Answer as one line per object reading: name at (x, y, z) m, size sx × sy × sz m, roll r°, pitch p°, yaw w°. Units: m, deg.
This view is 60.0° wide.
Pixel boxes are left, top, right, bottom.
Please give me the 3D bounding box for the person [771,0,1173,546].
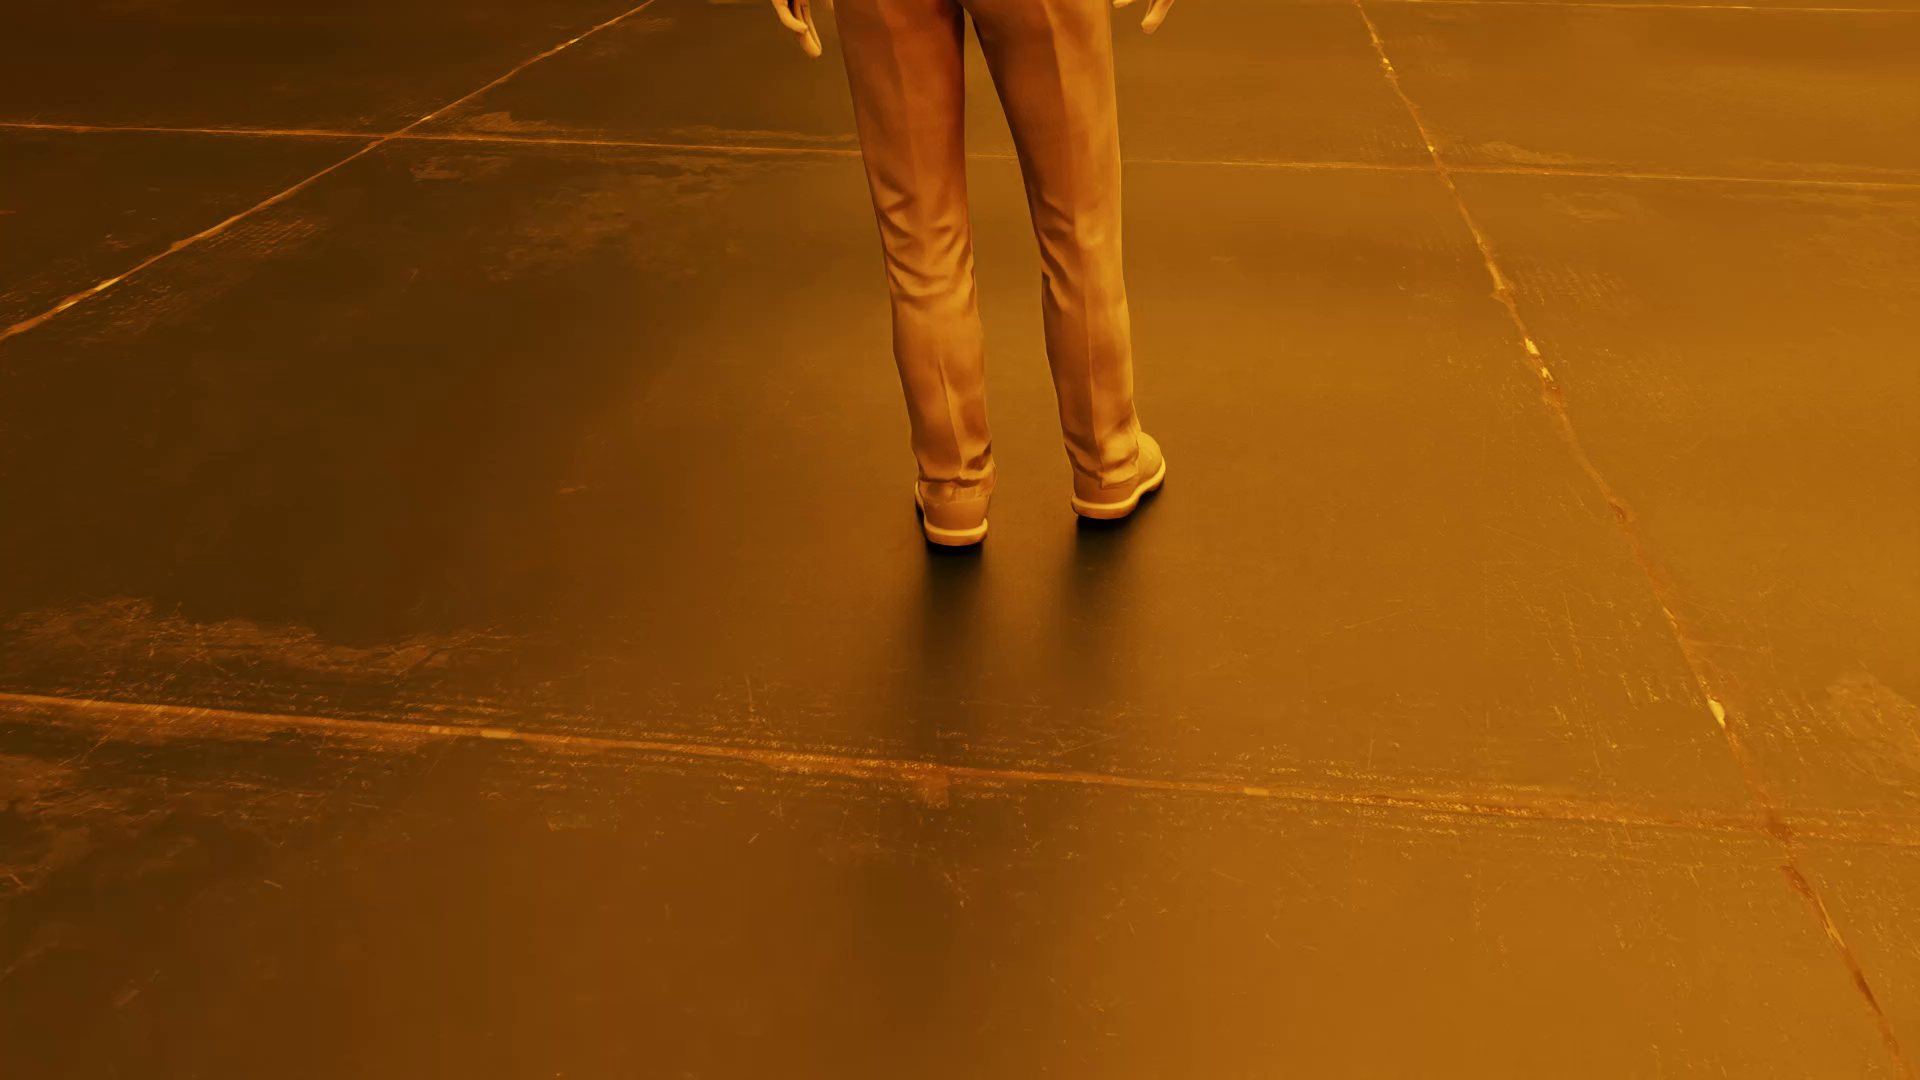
person at (0.016, -0.795, 2.179) m, size 0.587 × 1.694 × 0.529 m, roll 3°, pitch 27°, yaw 7°
